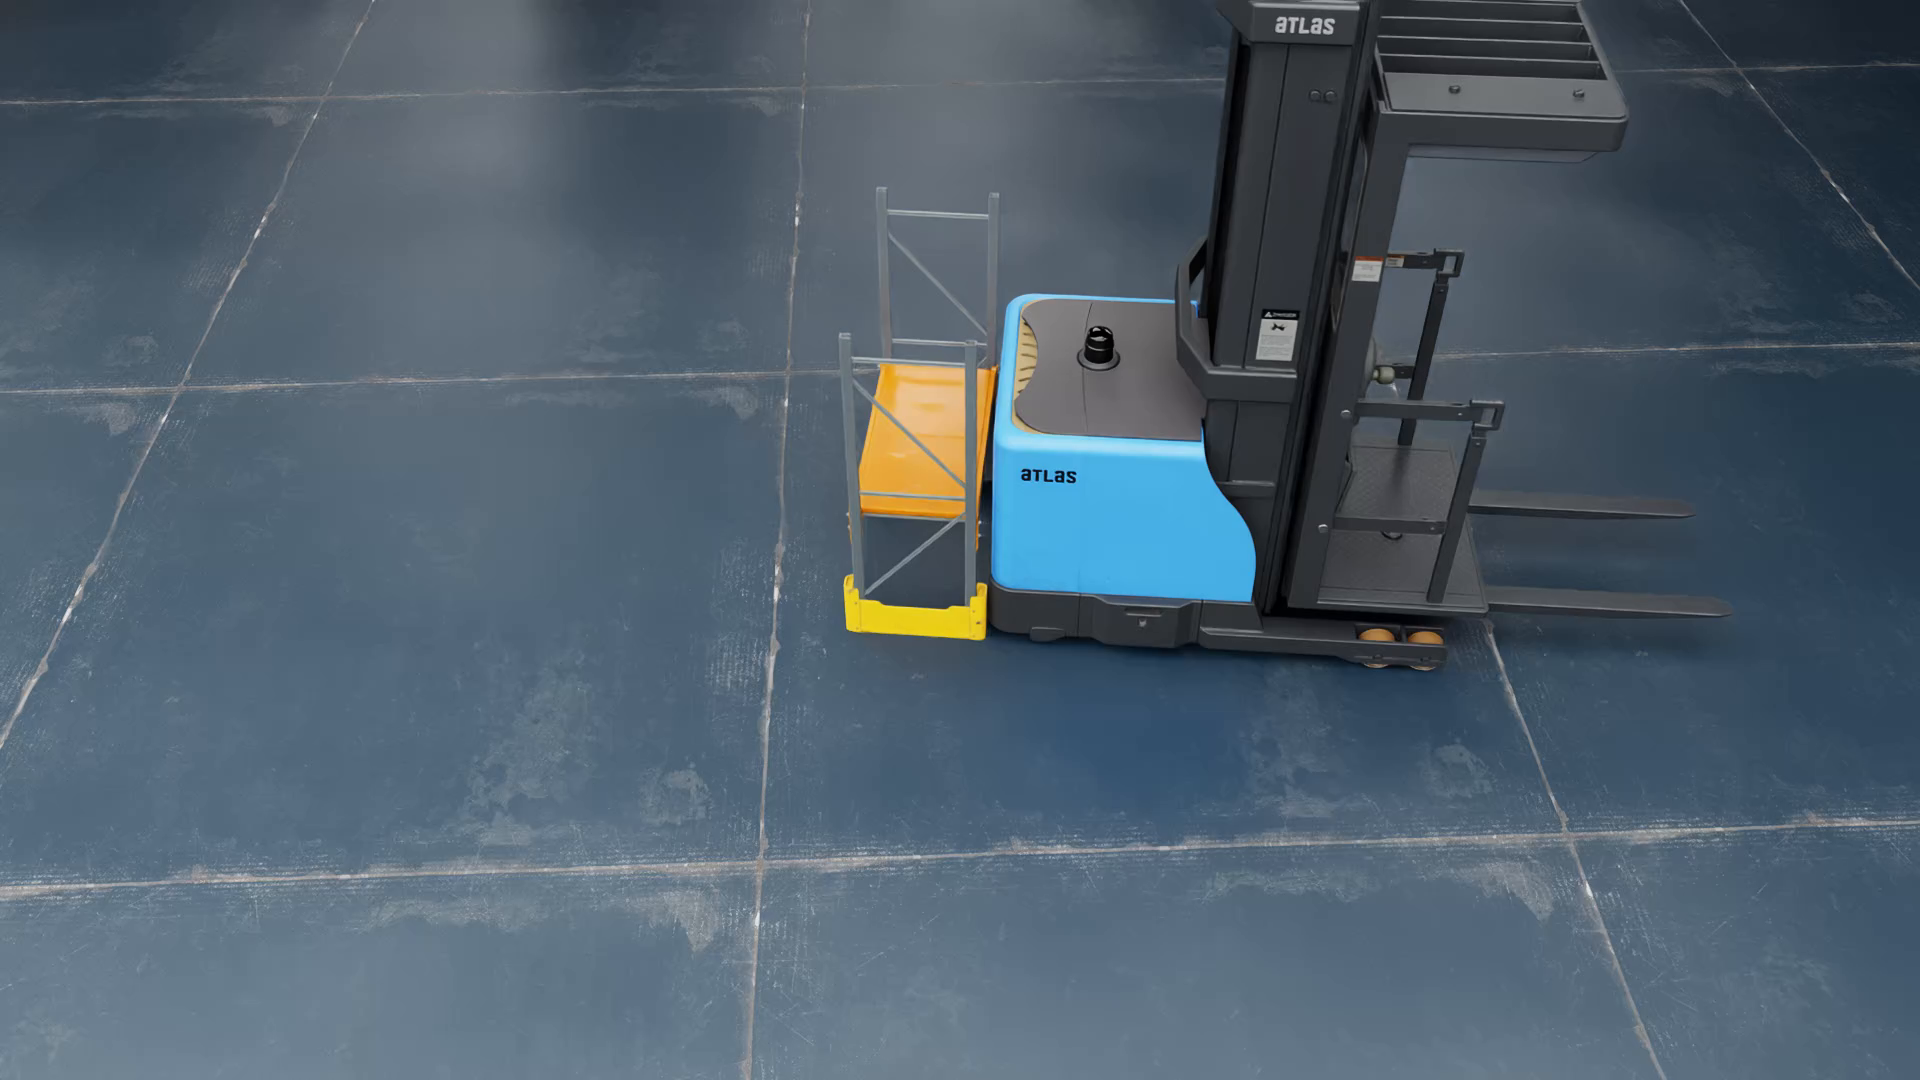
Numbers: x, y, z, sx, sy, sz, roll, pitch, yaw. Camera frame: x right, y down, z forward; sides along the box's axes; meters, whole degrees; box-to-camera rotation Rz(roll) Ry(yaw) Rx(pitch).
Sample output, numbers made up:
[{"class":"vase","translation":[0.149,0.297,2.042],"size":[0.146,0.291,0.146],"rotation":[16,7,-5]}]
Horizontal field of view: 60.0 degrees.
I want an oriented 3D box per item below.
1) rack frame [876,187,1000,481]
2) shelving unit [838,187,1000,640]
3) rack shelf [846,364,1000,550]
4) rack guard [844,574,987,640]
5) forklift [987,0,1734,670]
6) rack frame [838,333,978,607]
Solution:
[{"class":"rack frame","translation":[-0.089,-0.852,7.218],"size":[0.500,1.500,0.032],"rotation":[4,43,4]},{"class":"shelving unit","translation":[-0.136,-0.516,6.852],"size":[0.587,1.500,1.083],"rotation":[4,43,4]},{"class":"rack shelf","translation":[-0.137,-0.377,6.967],"size":[0.538,0.185,1.000],"rotation":[4,43,4]},{"class":"rack guard","translation":[-0.183,0.280,6.909],"size":[0.587,0.250,0.087],"rotation":[4,43,4]},{"class":"forklift","translation":[1.657,-0.923,6.237],"size":[3.031,2.935,1.130],"rotation":[3,43,3]},{"class":"rack frame","translation":[-0.186,-0.168,6.472],"size":[0.500,1.500,0.032],"rotation":[4,43,4]}]
